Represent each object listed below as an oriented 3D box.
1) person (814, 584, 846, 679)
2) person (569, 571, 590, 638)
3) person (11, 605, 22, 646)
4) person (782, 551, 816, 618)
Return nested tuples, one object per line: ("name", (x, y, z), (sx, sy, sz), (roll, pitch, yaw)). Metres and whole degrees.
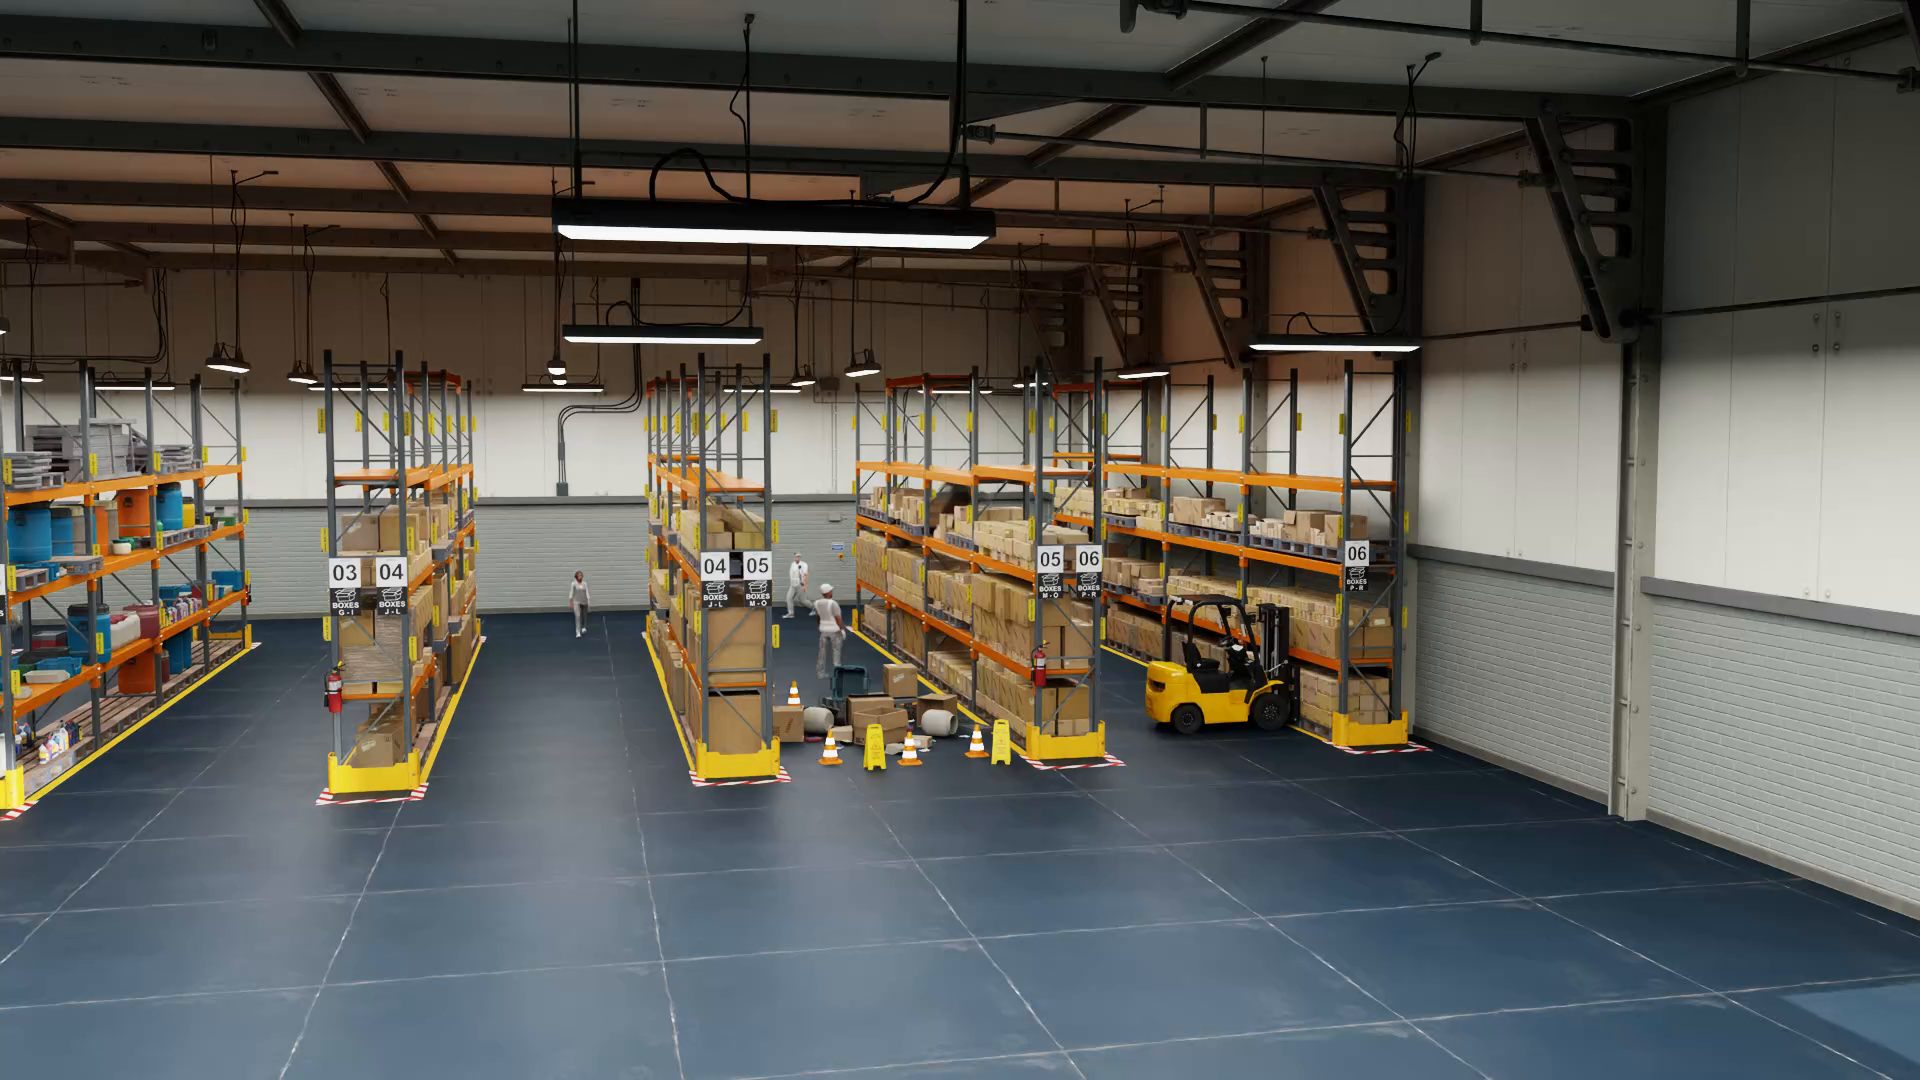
("person", (-2.391, 1.686, 30.708), (0.608, 1.777, 0.458), (2, 4, 24))
("person", (-8.975, 1.496, 39.230), (0.474, 1.547, 0.939), (-1, 4, -16))
("person", (-21.307, 1.560, 37.197), (0.439, 1.666, 0.518), (0, 4, -3))
("person", (-4.162, 1.141, 42.948), (0.940, 1.717, 0.631), (-3, 5, -37))
